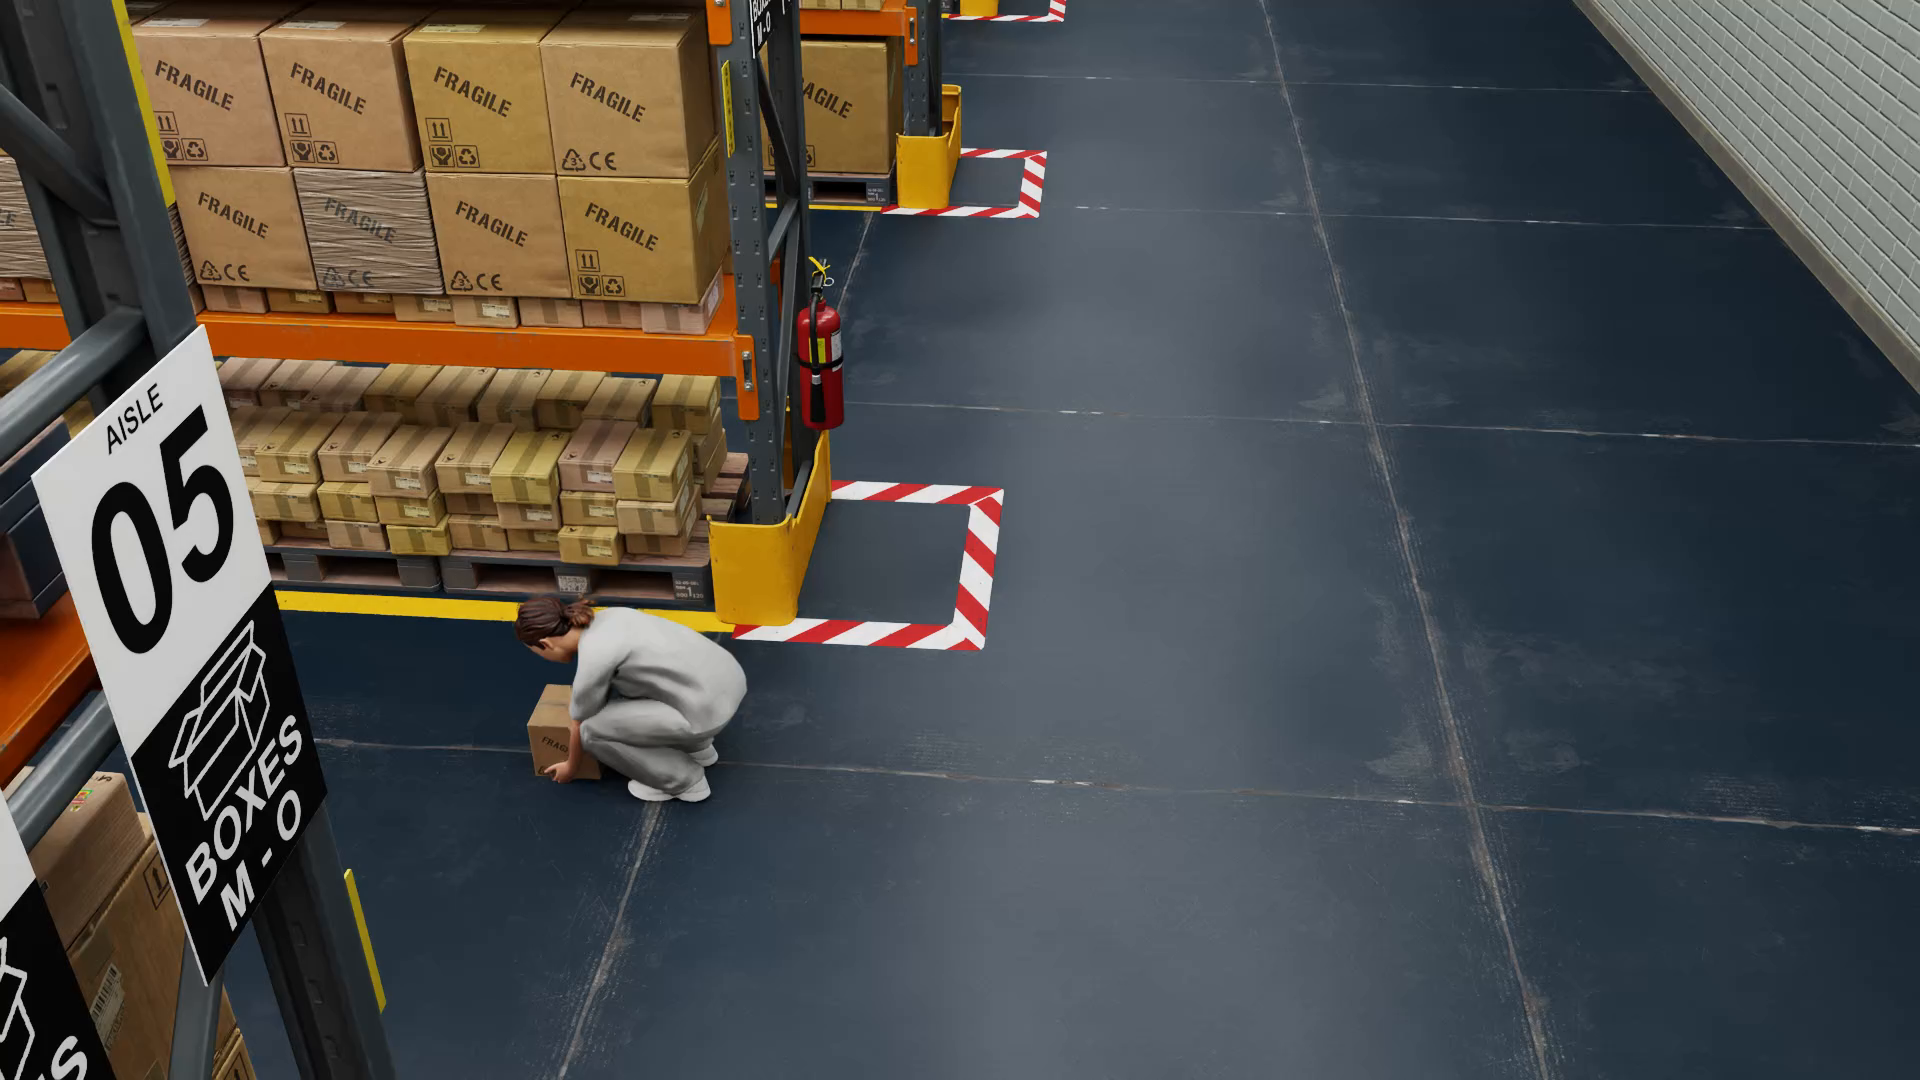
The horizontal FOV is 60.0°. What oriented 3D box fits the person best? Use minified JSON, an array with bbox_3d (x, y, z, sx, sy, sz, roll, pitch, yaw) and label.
[{"bbox_3d":[-1.197,0.575,6.129,0.817,0.809,0.469,7,33,11],"label":"person"}]
